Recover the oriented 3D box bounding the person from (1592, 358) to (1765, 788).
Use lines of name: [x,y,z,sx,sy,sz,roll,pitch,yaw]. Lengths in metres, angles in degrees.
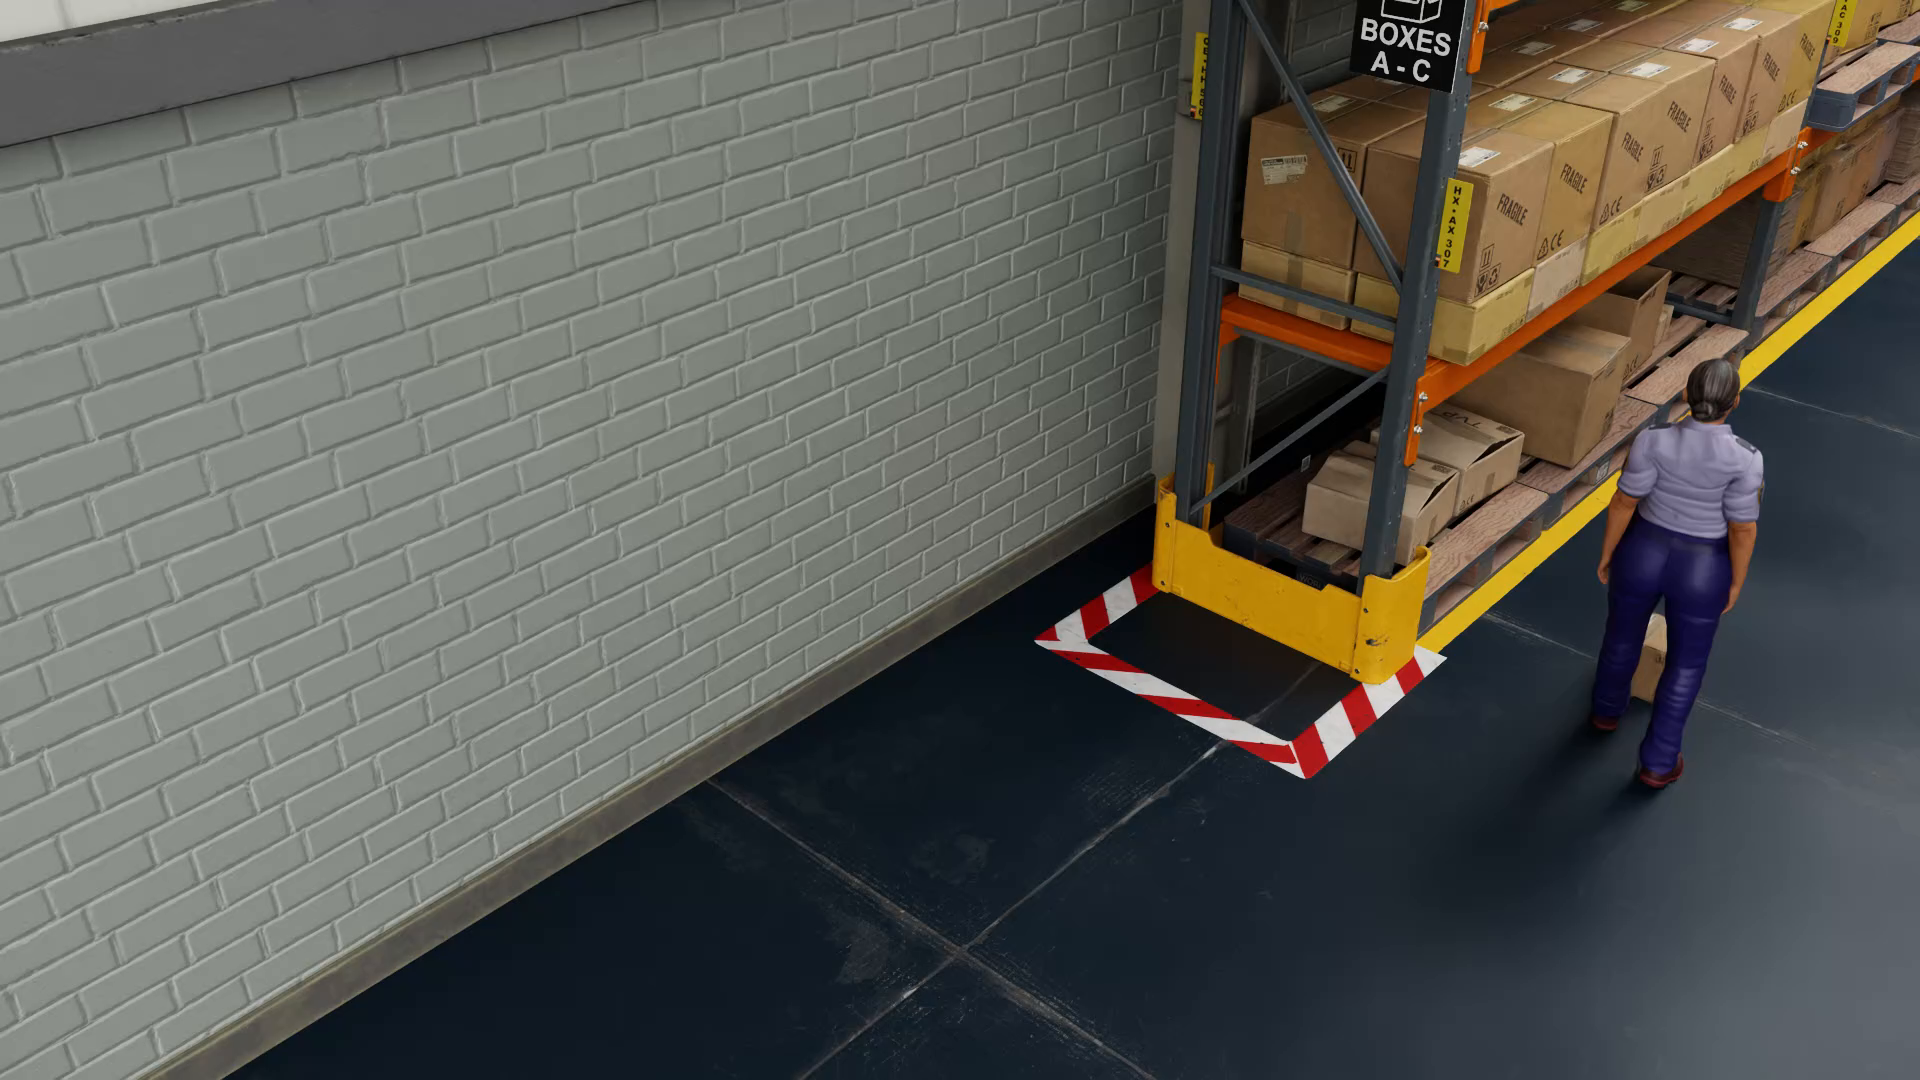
person: [2.588,0.082,6.019,0.489,1.667,0.579,20,37,30]
